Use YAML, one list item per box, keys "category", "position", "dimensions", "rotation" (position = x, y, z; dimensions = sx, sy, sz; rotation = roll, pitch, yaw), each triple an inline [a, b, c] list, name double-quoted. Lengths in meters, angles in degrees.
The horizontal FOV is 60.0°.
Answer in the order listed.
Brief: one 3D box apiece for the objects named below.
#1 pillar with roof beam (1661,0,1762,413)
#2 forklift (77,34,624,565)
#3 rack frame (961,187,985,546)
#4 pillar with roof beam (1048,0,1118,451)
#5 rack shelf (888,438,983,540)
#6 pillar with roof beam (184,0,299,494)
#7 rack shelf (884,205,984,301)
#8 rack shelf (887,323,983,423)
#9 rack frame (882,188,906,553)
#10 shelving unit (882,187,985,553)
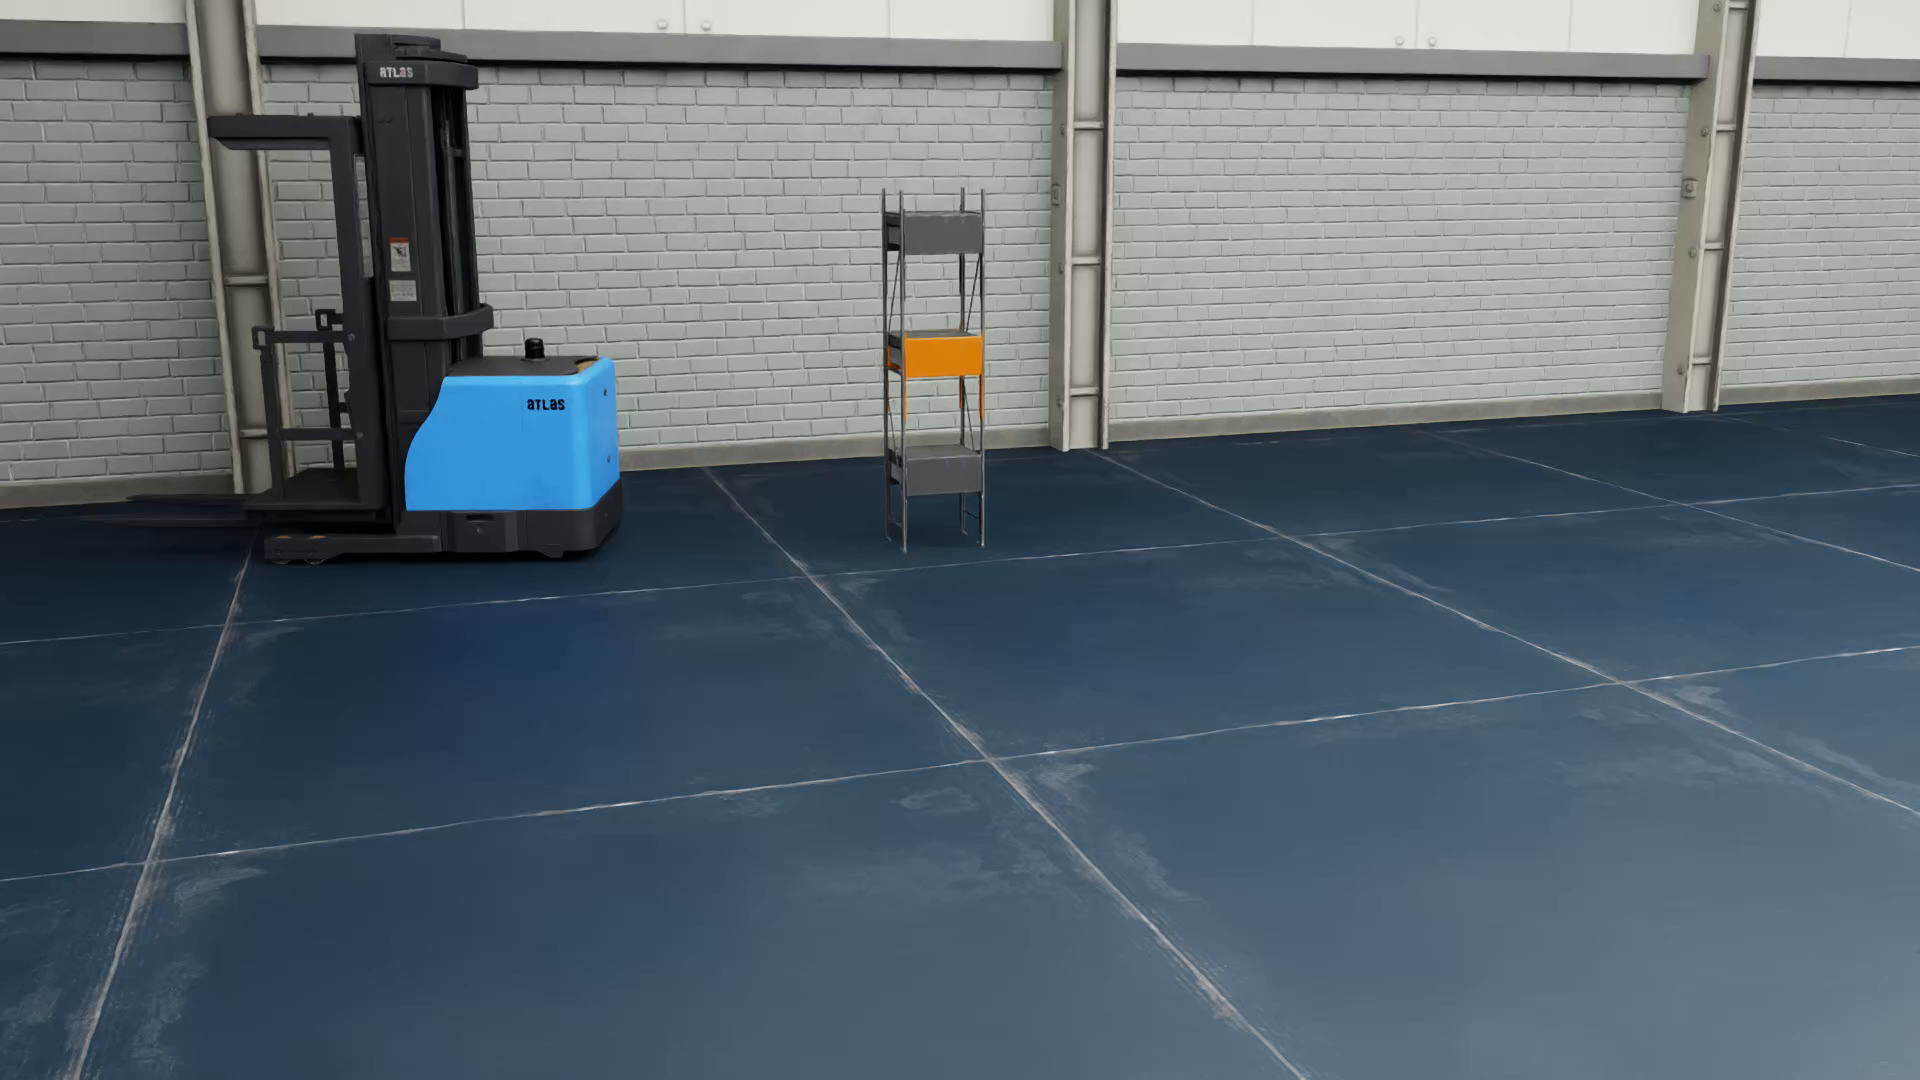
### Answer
- category: "pillar with roof beam"
  position: [8.002, -4.621, 10.123]
  dimensions: [0.400, 9.000, 9.100]
  rotation: [-4, 14, -18]
- category: "forklift"
  position: [-3.630, -1.409, 9.732]
  dimensions: [3.031, 2.935, 1.130]
  rotation: [0, 13, -1]
- category: "rack frame"
  position: [0.074, -1.027, 9.924]
  dimensions: [0.015, 2.100, 0.400]
  rotation: [-4, 14, -18]
- category: "pillar with roof beam"
  position: [2.316, -4.178, 8.261]
  dimensions: [0.400, 9.000, 9.100]
  rotation: [-4, 14, -18]
- category: "rack shelf"
  position: [-0.157, -0.315, 10.014]
  dimensions: [0.480, 0.518, 0.431]
  rotation: [-4, 14, -18]
- category: "pillar with roof beam"
  position: [-3.371, -3.735, 6.399]
  dimensions: [0.400, 9.000, 9.100]
  rotation: [-4, 14, -18]
- category: "rack shelf"
  position: [-0.157, -1.677, 9.690]
  dimensions: [0.480, 0.518, 0.431]
  rotation: [-4, 14, -18]
- category: "rack shelf"
  position: [-0.157, -0.996, 9.852]
  dimensions: [0.480, 0.518, 0.431]
  rotation: [-4, 14, -18]
- category: "rack frame"
  position: [-0.388, -0.991, 9.773]
  dimensions: [0.015, 2.100, 0.400]
  rotation: [-4, 14, -18]
- category: "shelving unit"
  position: [-0.157, -1.009, 9.848]
  dimensions: [0.503, 2.100, 0.431]
  rotation: [-4, 14, -18]
